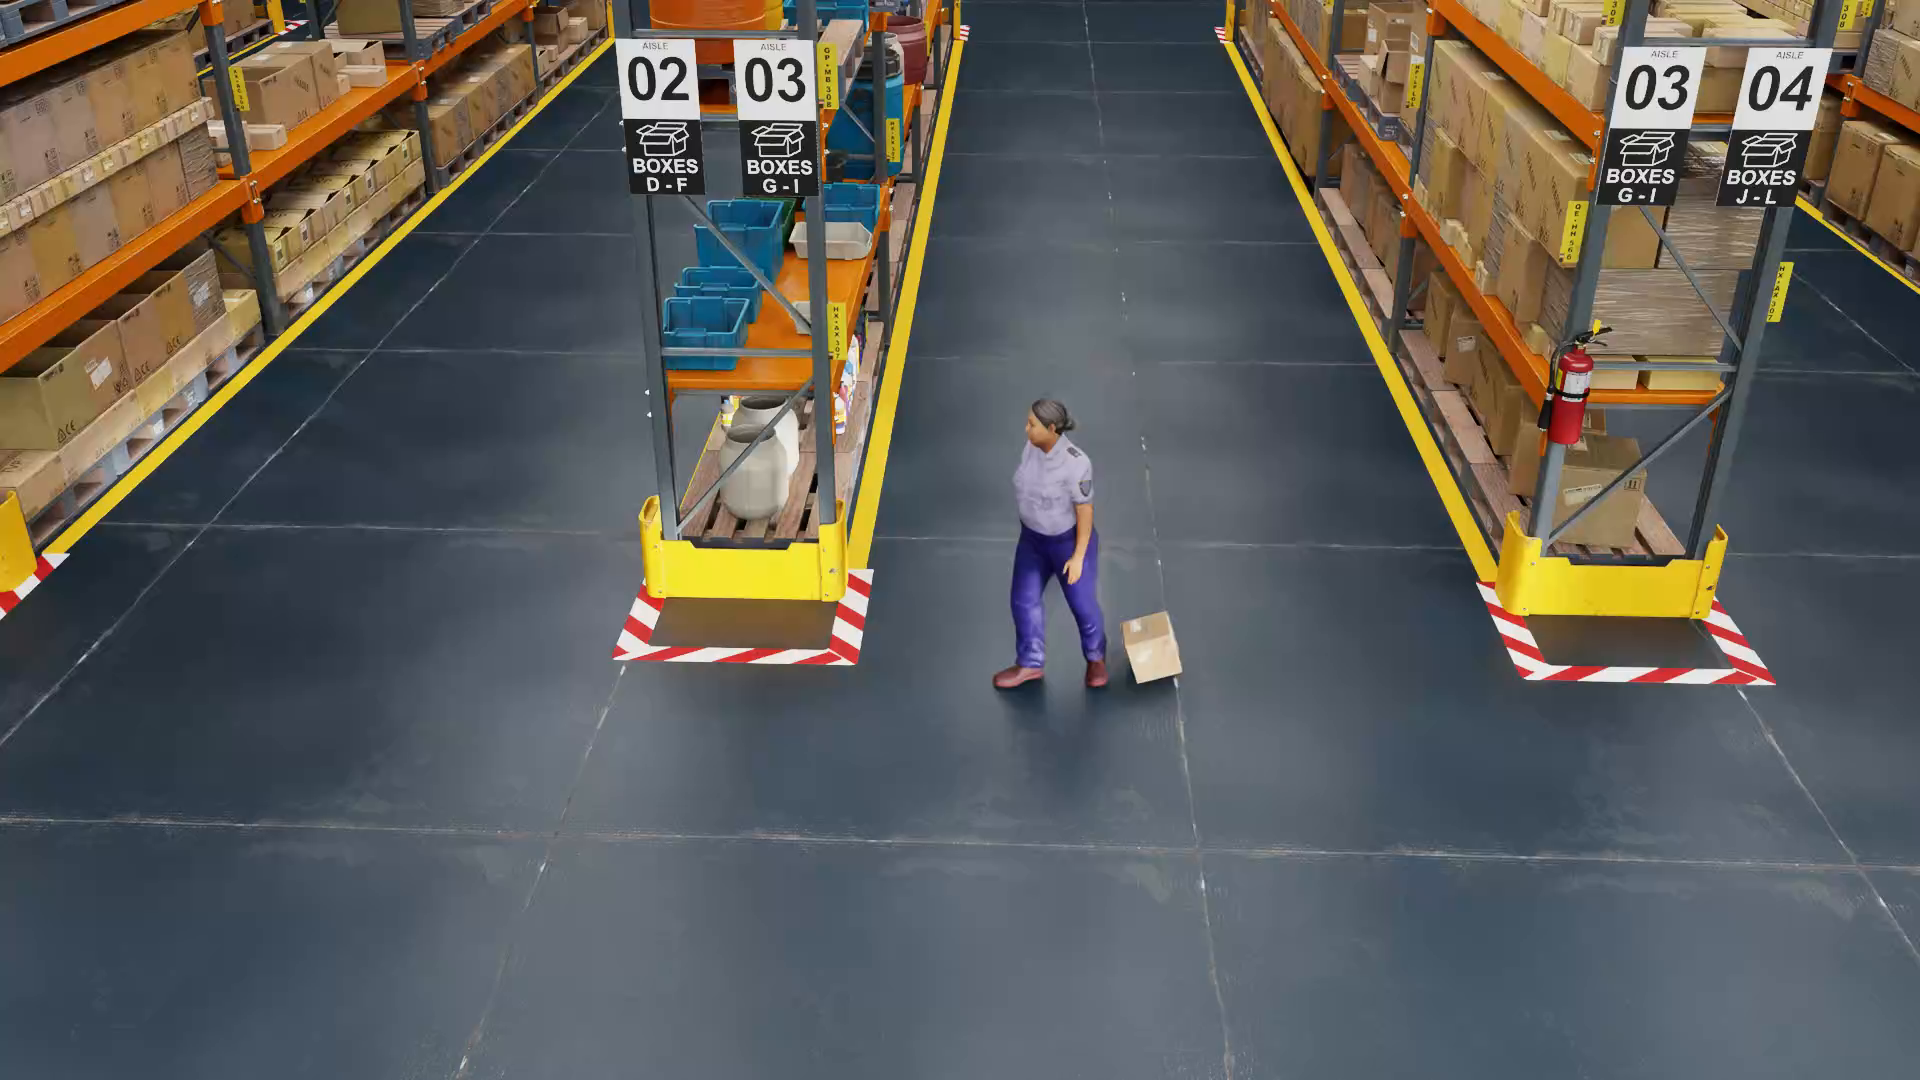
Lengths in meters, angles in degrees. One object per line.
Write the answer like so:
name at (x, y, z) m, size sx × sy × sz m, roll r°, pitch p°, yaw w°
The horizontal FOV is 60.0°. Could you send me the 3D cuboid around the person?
person at (0.506, 0.022, 8.596) m, size 0.598 × 1.638 × 0.528 m, roll -24°, pitch 36°, yaw -37°
